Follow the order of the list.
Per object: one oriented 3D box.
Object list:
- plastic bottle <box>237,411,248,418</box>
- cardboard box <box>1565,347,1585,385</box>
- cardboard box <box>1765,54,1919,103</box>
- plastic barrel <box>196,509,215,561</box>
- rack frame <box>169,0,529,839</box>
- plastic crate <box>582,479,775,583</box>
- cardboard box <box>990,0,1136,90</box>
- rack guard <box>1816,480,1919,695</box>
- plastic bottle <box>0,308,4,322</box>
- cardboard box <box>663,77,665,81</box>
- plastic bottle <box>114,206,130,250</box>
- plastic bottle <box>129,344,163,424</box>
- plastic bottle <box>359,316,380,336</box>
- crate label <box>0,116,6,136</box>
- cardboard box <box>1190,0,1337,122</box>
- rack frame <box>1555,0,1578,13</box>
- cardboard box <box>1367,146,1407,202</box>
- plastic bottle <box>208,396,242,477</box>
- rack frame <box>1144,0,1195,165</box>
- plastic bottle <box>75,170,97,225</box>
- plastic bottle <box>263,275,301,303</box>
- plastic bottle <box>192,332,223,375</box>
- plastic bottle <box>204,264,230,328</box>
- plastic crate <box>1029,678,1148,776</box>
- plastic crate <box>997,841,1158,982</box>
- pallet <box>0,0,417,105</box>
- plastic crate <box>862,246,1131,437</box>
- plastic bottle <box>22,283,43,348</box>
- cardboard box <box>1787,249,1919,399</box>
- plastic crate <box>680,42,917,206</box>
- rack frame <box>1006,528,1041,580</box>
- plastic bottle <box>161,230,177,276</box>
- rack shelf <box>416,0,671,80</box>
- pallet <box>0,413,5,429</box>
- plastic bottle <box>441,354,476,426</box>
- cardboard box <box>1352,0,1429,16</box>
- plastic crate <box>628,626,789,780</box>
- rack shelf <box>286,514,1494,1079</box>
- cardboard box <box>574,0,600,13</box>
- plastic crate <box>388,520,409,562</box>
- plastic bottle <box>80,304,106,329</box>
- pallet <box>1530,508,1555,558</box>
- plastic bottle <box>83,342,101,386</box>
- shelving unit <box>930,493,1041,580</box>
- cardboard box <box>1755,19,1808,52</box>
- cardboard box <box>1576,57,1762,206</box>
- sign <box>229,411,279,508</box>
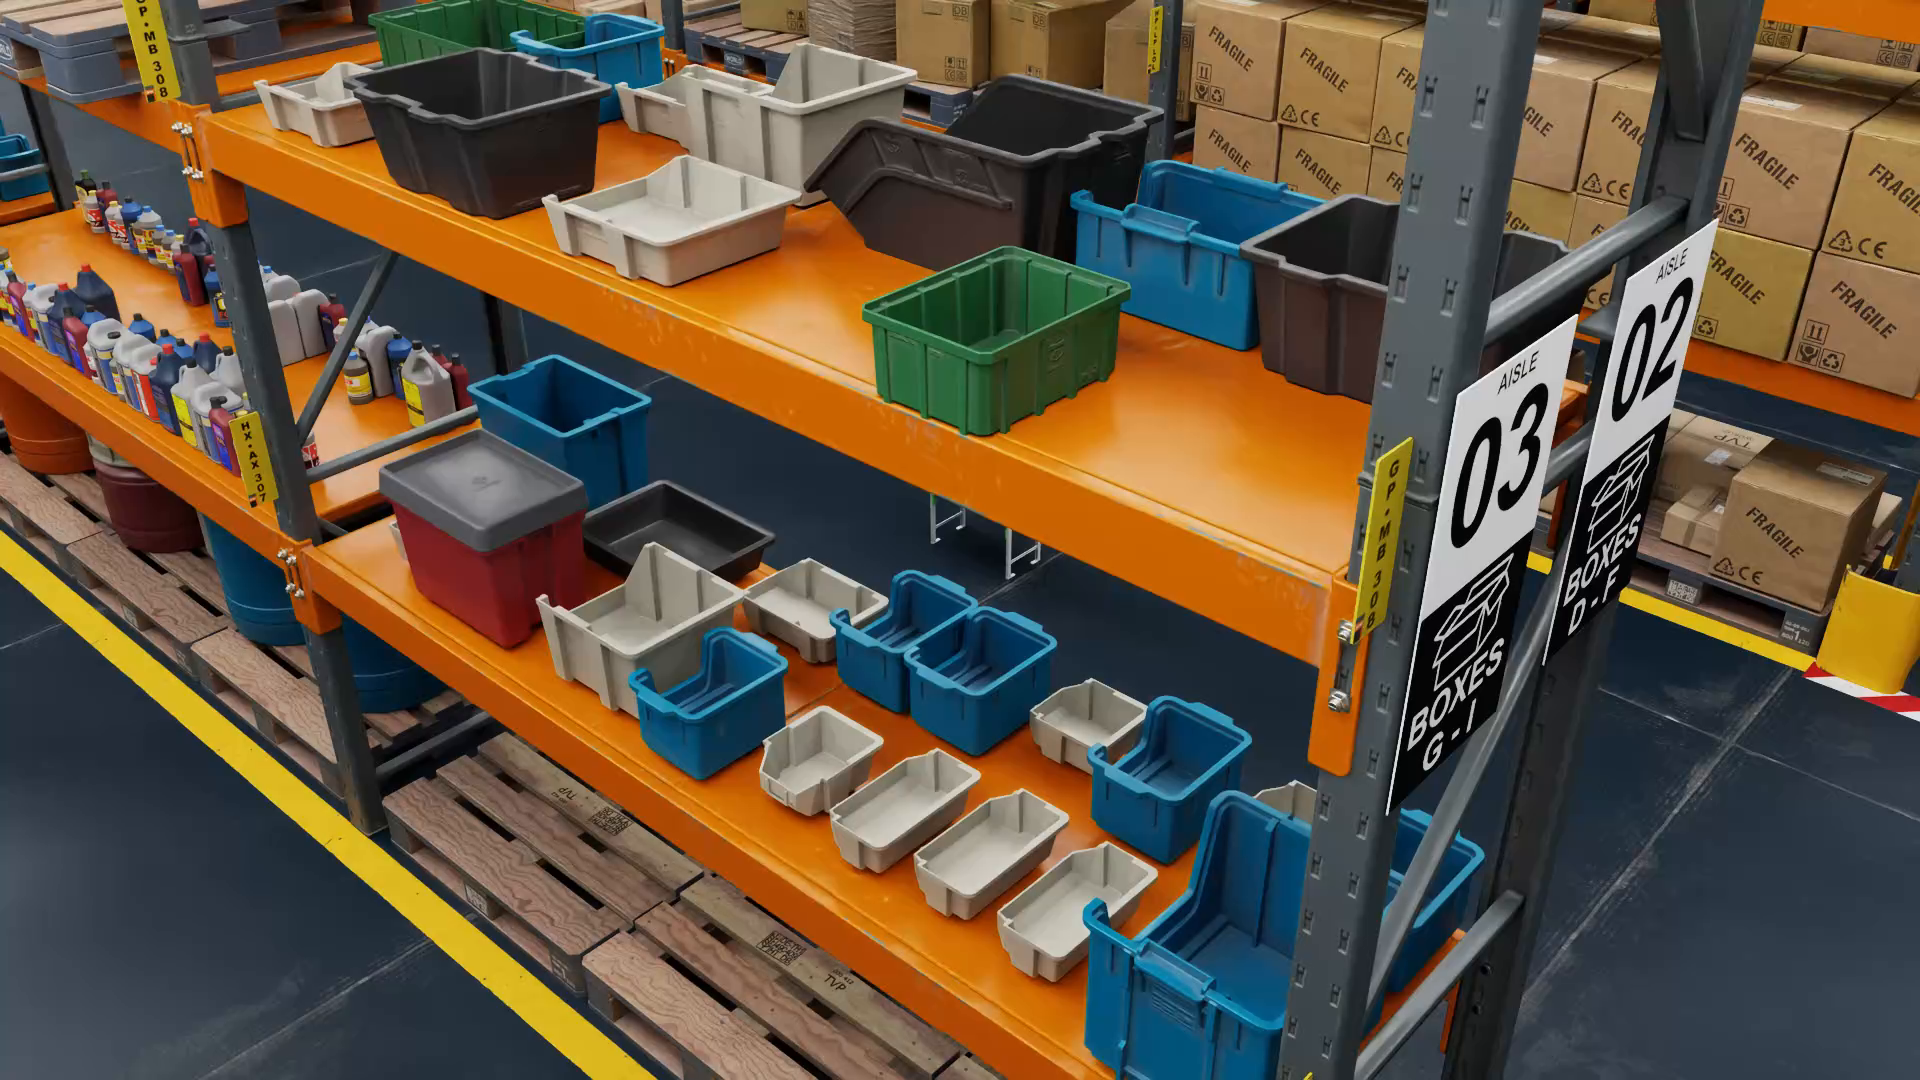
[{"bbox_3d":[-2.640,-0.382,6.169,0.097,0.201,0.097,0,31,0],"label":"plastic bottle"},{"bbox_3d":[2.754,-0.719,8.529,0.637,0.503,0.797,25,39,35],"label":"cardboard box"},{"bbox_3d":[3.779,-1.767,7.211,0.500,0.500,0.500,25,39,36],"label":"cardboard box"},{"bbox_3d":[-3.244,-0.139,7.577,0.421,0.512,0.421,0,31,0],"label":"plastic barrel"},{"bbox_3d":[-1.969,-0.355,5.932,0.127,3.000,1.000,25,39,35],"label":"rack frame"},{"bbox_3d":[-0.958,0.022,5.514,0.590,0.125,0.437,25,39,35],"label":"plastic crate"},{"bbox_3d":[0.604,-2.934,9.711,0.700,0.500,0.500,-22,38,-32],"label":"cardboard box"},{"bbox_3d":[4.267,0.181,7.465,0.348,0.500,1.175,25,39,35],"label":"rack guard"},{"bbox_3d":[-4.248,-1.112,7.303,0.133,0.283,0.061,25,39,35],"label":"plastic bottle"},{"bbox_3d":[-2.194,-3.347,12.616,0.500,0.311,0.500,24,38,34],"label":"cardboard box"},{"bbox_3d":[-4.032,-1.517,8.054,0.097,0.201,0.097,0,31,0],"label":"plastic bottle"},{"bbox_3d":[-3.123,-0.616,6.485,0.135,0.276,0.152,25,39,35],"label":"plastic bottle"},{"bbox_3d":[-2.395,-0.783,6.767,0.097,0.271,0.097,0,31,0],"label":"plastic bottle"},{"bbox_3d":[-5.489,-2.202,8.965,0.616,0.435,0.502,25,39,35],"label":"crate label"},{"bbox_3d":[1.519,-2.449,8.343,0.500,0.500,0.500,26,40,36],"label":"cardboard box"},{"bbox_3d":[4.679,-4.144,12.225,0.127,3.000,1.000,25,39,35],"label":"rack frame"},{"bbox_3d":[2.304,-1.660,8.003,0.500,0.500,0.500,25,39,35],"label":"cardboard box"},{"bbox_3d":[-2.680,-0.381,6.087,0.133,0.283,0.061,25,39,35],"label":"plastic bottle"},{"bbox_3d":[1.358,-2.248,9.076,0.127,3.000,1.000,25,39,35],"label":"rack frame"},{"bbox_3d":[-4.348,-1.713,8.300,0.133,0.283,0.061,25,39,35],"label":"plastic bottle"},{"bbox_3d":[-2.915,-1.009,7.137,0.135,0.276,0.152,25,39,35],"label":"plastic bottle"},{"bbox_3d":[-2.910,-0.646,6.463,0.185,0.351,0.144,25,39,35],"label":"plastic bottle"},{"bbox_3d":[-3.223,-1.069,7.243,0.097,0.271,0.097,0,31,0],"label":"plastic bottle"},{"bbox_3d":[0.350,0.528,4.663,0.298,0.136,0.250,25,39,35],"label":"plastic crate"},{"bbox_3d":[0.271,0.903,4.038,0.243,0.136,0.396,25,39,35],"label":"plastic crate"},{"bbox_3d":[-2.615,-1.793,5.595,1.003,0.211,1.213,25,39,35],"label":"pallet"},{"bbox_3d":[0.074,-0.397,3.299,0.336,0.188,0.450,25,39,35],"label":"plastic crate"},{"bbox_3d":[-3.907,-0.961,7.062,0.097,0.271,0.097,0,31,0],"label":"plastic bottle"},{"bbox_3d":[3.809,-0.957,6.835,0.500,0.500,0.500,26,40,36],"label":"cardboard box"},{"bbox_3d":[-0.439,-1.090,4.359,0.530,0.282,0.437,25,39,35],"label":"plastic crate"},{"bbox_3d":[0.304,-0.372,7.705,0.015,1.200,0.240,25,39,35],"label":"rack frame"},{"bbox_3d":[-3.671,-1.349,7.774,0.097,0.201,0.097,0,31,0],"label":"plastic bottle"},{"bbox_3d":[-3.091,-4.016,12.711,4.000,0.370,1.077,25,39,35],"label":"rack shelf"},{"bbox_3d":[-5.483,-0.828,9.420,1.213,0.211,1.003,25,39,35],"label":"pallet"},{"bbox_3d":[-1.954,-0.595,6.444,0.133,0.283,0.061,25,39,35],"label":"plastic bottle"},{"bbox_3d":[2.288,-2.467,8.373,0.500,0.500,0.500,24,39,34],"label":"cardboard box"},{"bbox_3d":[-0.698,0.463,4.678,0.300,0.233,0.416,25,39,35],"label":"plastic crate"},{"bbox_3d":[-0.486,0.645,4.967,4.000,0.370,1.077,25,39,35],"label":"rack shelf"},{"bbox_3d":[-2.591,-3.945,12.138,0.380,0.149,0.250,-26,40,-36],"label":"cardboard box"},{"bbox_3d":[-1.719,-0.052,5.626,0.243,0.136,0.396,25,39,35],"label":"plastic crate"},{"bbox_3d":[-3.557,-0.840,6.861,0.097,0.271,0.097,0,31,0],"label":"plastic bottle"},{"bbox_3d":[2.775,-0.393,8.698,1.213,0.211,1.003,25,39,35],"label":"pallet"},{"bbox_3d":[-3.499,-0.740,6.764,0.097,0.201,0.097,0,31,0],"label":"plastic bottle"},{"bbox_3d":[0.123,-0.457,7.845,0.503,1.200,0.258,25,39,35],"label":"shelving unit"},{"bbox_3d":[5.608,-3.823,11.402,0.700,0.700,0.980,24,38,34],"label":"cardboard box"},{"bbox_3d":[3.047,-1.736,7.159,0.500,0.500,0.500,26,40,36],"label":"cardboard box"},{"bbox_3d":[-2.339,-0.264,5.512,0.005,0.325,0.100,25,39,35],"label":"sign"}]
